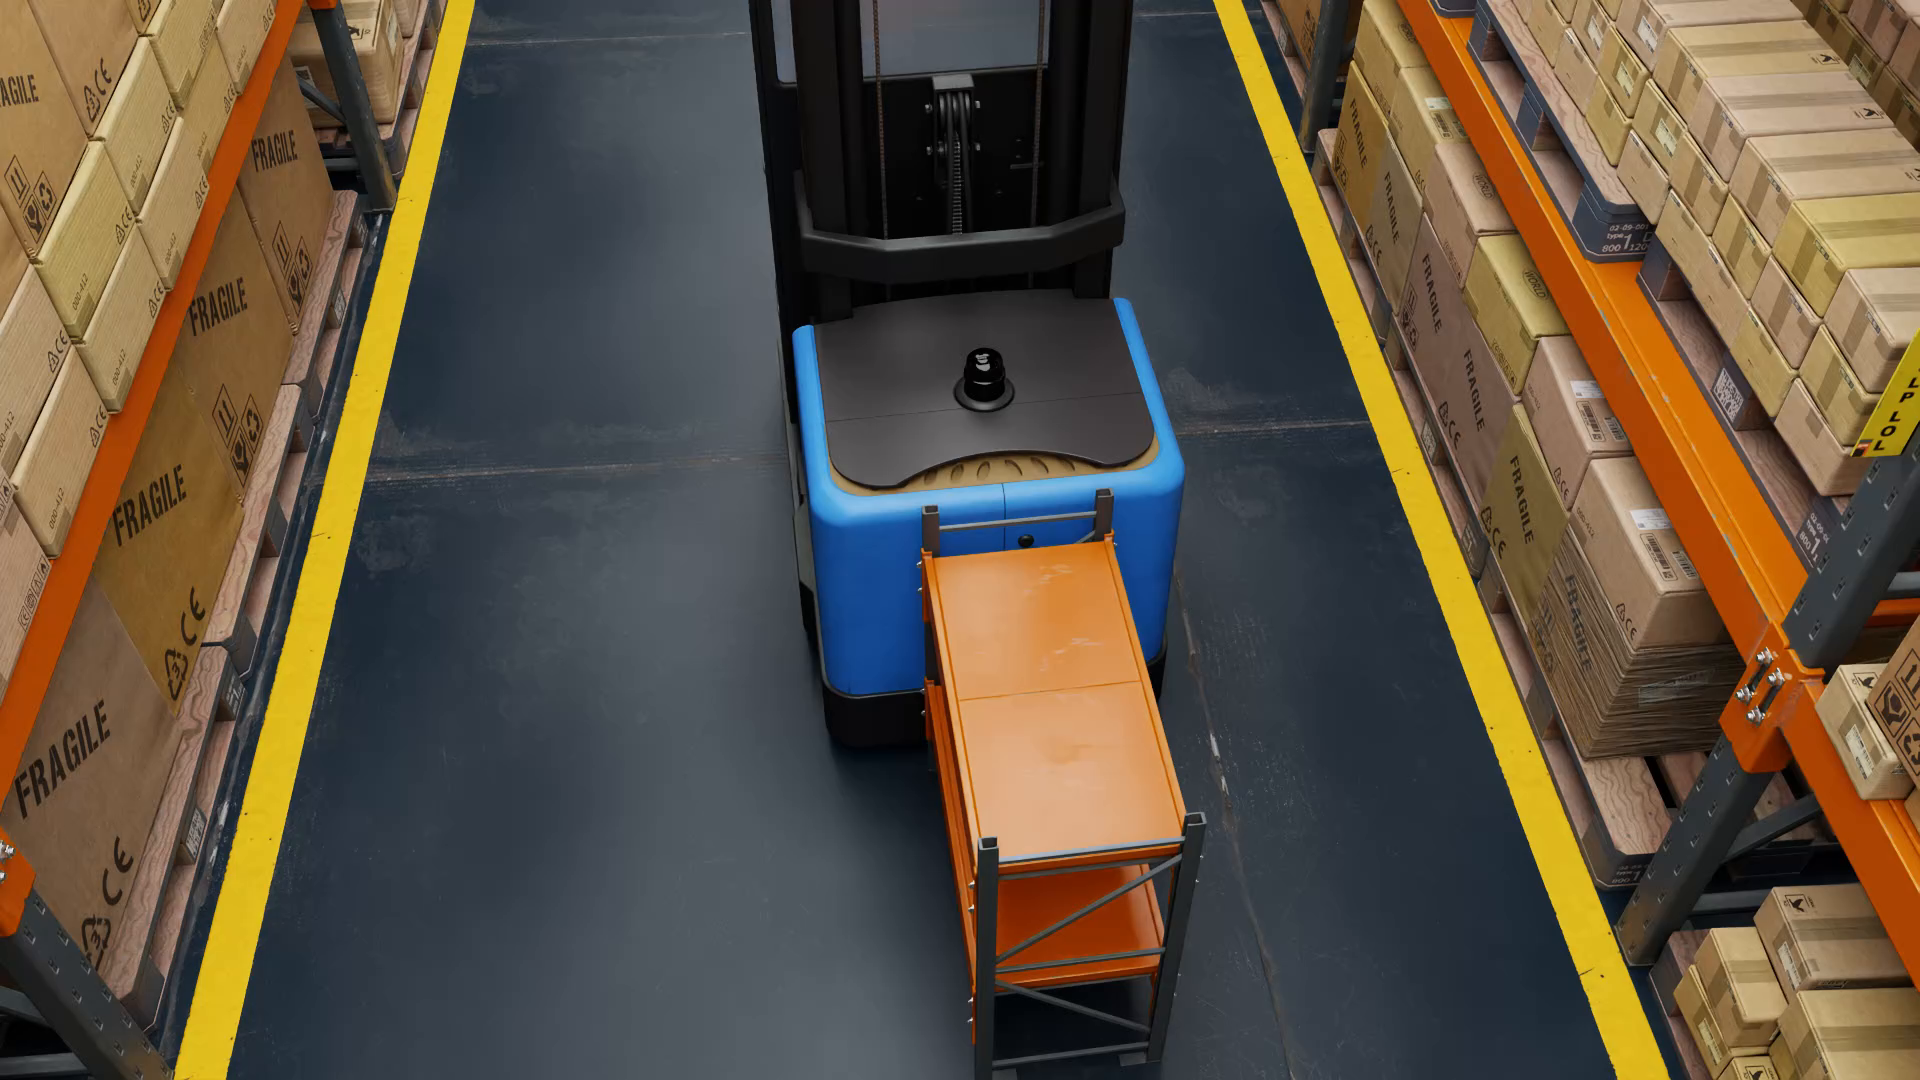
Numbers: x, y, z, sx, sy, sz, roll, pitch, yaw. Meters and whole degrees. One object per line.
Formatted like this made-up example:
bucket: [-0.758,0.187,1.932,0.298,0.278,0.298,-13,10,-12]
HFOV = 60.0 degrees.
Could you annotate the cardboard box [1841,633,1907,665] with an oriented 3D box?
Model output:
cardboard box: [2.553,0.248,4.881,0.500,0.500,0.500,-2,47,-2]

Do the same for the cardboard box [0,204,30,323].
cardboard box: [-2.395,-0.622,3.516,0.500,0.500,0.500,-4,47,-4]

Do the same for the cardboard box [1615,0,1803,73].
cardboard box: [2.014,-1.400,4.484,0.380,0.149,0.250,-5,47,-5]

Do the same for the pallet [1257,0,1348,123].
pallet: [2.024,-2.426,7.902,1.003,0.211,1.213,-3,47,-3]

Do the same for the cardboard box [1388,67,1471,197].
cardboard box: [1.874,-1.472,5.994,0.500,0.250,0.500,-4,47,-4]

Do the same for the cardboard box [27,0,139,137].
cardboard box: [-2.484,-1.359,4.214,0.500,0.500,0.500,-4,47,-4]

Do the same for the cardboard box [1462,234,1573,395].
cardboard box: [1.948,-0.736,5.297,0.500,0.250,0.500,-5,47,-5]

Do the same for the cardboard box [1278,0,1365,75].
cardboard box: [2.054,-2.627,7.432,1.050,0.750,0.750,-4,47,-4]

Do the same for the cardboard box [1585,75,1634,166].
cardboard box: [2.007,-1.192,4.696,0.380,0.149,0.250,-2,47,-2]

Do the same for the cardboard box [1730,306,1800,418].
cardboard box: [2.097,-0.437,3.982,0.380,0.149,0.250,-3,47,-3]

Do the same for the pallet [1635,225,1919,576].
pallet: [2.431,-0.412,4.206,1.003,0.211,1.213,-3,47,-3]

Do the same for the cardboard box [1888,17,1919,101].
cardboard box: [2.687,-1.244,4.337,0.380,0.149,0.250,-4,47,-4]

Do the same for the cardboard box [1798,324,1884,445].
cardboard box: [2.120,-0.352,3.696,0.380,0.149,0.250,-2,47,-2]

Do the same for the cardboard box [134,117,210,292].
cardboard box: [-2.452,-0.933,4.671,0.500,0.250,0.500,-4,47,-4]

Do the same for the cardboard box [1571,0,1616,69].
cardboard box: [1.991,-1.482,4.766,0.380,0.149,0.250,-2,47,-2]

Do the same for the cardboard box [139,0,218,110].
cardboard box: [-2.505,-1.481,4.846,0.500,0.250,0.500,-5,47,-4]

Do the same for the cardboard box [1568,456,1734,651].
cardboard box: [2.036,0.018,4.583,0.500,0.250,0.500,-5,47,-4]

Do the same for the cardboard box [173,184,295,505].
cardboard box: [-2.863,-0.699,5.521,0.875,0.875,0.875,-3,47,-3]

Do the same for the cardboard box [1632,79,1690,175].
cardboard box: [2.031,-1.108,4.413,0.380,0.149,0.250,-6,47,-5]

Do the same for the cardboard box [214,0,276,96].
cardboard box: [-2.549,-1.666,5.365,0.500,0.250,0.500,-3,47,-3]

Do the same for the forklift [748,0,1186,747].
forklift: [-0.086,-1.460,5.114,1.130,2.935,3.031,-6,47,-5]

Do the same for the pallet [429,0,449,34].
pallet: [-3.072,-2.923,8.373,1.003,0.211,1.213,-3,47,-3]

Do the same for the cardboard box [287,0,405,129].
cardboard box: [-2.946,-2.086,7.180,0.950,0.372,0.625,-6,47,-6]

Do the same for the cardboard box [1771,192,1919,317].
cardboard box: [2.099,-0.651,3.775,0.380,0.149,0.250,-5,47,-4]

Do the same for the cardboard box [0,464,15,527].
cardboard box: [-2.330,0.002,3.441,0.500,0.250,0.500,-5,47,-4]

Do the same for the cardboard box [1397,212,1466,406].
cardboard box: [1.914,-0.833,5.905,0.500,0.500,0.500,-5,47,-4]

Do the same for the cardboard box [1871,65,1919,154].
cardboard box: [2.683,-1.146,4.449,0.380,0.149,0.250,-2,47,-2]

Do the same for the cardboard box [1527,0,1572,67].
cardboard box: [1.965,-1.573,5.057,0.380,0.149,0.250,-3,47,-3]

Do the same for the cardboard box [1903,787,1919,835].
cardboard box: [2.143,0.578,3.310,0.380,0.149,0.250,-2,47,-2]

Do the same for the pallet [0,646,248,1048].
pallet: [-2.714,0.863,4.787,1.003,0.211,1.213,-3,47,-3]

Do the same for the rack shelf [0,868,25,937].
rack shelf: [-2.407,2.152,2.141,1.077,0.370,4.000,-3,47,-3]

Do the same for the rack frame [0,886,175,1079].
rack frame: [-2.574,0.458,3.250,1.000,3.000,0.127,-3,47,-3]

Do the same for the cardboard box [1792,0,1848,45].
cardboard box: [2.643,-1.521,4.803,0.380,0.149,0.250,-4,47,-4]

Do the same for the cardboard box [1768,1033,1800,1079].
cardboard box: [2.172,1.277,3.944,0.380,0.149,0.250,-3,47,-3]

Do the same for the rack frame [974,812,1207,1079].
rack frame: [0.288,1.017,4.012,0.500,1.125,0.032,-6,47,-5]

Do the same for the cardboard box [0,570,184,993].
cardboard box: [-2.706,0.601,4.289,0.875,0.875,0.875,-2,47,-2]

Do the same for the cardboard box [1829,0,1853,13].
cardboard box: [2.640,-1.622,4.694,0.380,0.149,0.250,-2,47,-2]

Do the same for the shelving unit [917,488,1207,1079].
shelving unit: [0.219,0.651,4.359,0.538,1.125,1.048,-6,47,-5]

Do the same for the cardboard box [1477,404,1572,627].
cardboard box: [1.995,-0.092,5.204,0.500,0.500,0.500,-4,47,-4]

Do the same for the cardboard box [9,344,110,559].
cardboard box: [-2.393,-0.199,3.976,0.500,0.250,0.500,-5,47,-4]

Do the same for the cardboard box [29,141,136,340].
cardboard box: [-2.417,-0.740,4.144,0.500,0.250,0.500,-3,47,-3]

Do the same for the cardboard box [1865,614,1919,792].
cardboard box: [2.141,0.321,3.106,0.500,0.500,0.500,-4,47,-4]

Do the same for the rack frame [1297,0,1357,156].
rack frame: [2.015,-2.810,6.345,1.000,3.000,0.127,-3,47,-3]

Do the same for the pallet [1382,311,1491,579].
pallet: [2.178,-0.405,5.988,1.003,0.211,1.213,-3,47,-3]

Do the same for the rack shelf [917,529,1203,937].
rack shelf: [0.219,0.450,4.146,0.538,0.278,1.000,-6,47,-5]

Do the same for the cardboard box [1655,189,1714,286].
cardboard box: [2.058,-0.799,4.325,0.380,0.149,0.250,-6,47,-5]

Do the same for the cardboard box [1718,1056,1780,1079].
cardboard box: [2.083,1.395,4.037,0.380,0.149,0.250,-2,47,-2]

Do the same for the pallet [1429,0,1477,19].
pallet: [2.181,-2.235,5.933,1.213,0.211,1.003,-3,47,-3]

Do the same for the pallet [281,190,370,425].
pallet: [-2.918,-0.902,6.459,1.003,0.211,1.213,-3,47,-3]

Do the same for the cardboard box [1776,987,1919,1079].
cardboard box: [2.137,1.180,3.831,0.380,0.149,0.250,-1,47,-1]

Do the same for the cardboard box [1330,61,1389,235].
cardboard box: [1.820,-1.568,6.601,0.500,0.500,0.500,-5,47,-5]

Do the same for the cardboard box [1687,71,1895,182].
cardboard box: [2.057,-1.028,4.132,0.380,0.149,0.250,-4,47,-3]

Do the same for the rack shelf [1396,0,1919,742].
rack shelf: [2.183,-1.116,5.236,1.077,0.370,4.000,-3,47,-3]

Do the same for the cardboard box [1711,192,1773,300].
cardboard box: [2.079,-0.722,4.047,0.380,0.149,0.250,-2,47,-2]
